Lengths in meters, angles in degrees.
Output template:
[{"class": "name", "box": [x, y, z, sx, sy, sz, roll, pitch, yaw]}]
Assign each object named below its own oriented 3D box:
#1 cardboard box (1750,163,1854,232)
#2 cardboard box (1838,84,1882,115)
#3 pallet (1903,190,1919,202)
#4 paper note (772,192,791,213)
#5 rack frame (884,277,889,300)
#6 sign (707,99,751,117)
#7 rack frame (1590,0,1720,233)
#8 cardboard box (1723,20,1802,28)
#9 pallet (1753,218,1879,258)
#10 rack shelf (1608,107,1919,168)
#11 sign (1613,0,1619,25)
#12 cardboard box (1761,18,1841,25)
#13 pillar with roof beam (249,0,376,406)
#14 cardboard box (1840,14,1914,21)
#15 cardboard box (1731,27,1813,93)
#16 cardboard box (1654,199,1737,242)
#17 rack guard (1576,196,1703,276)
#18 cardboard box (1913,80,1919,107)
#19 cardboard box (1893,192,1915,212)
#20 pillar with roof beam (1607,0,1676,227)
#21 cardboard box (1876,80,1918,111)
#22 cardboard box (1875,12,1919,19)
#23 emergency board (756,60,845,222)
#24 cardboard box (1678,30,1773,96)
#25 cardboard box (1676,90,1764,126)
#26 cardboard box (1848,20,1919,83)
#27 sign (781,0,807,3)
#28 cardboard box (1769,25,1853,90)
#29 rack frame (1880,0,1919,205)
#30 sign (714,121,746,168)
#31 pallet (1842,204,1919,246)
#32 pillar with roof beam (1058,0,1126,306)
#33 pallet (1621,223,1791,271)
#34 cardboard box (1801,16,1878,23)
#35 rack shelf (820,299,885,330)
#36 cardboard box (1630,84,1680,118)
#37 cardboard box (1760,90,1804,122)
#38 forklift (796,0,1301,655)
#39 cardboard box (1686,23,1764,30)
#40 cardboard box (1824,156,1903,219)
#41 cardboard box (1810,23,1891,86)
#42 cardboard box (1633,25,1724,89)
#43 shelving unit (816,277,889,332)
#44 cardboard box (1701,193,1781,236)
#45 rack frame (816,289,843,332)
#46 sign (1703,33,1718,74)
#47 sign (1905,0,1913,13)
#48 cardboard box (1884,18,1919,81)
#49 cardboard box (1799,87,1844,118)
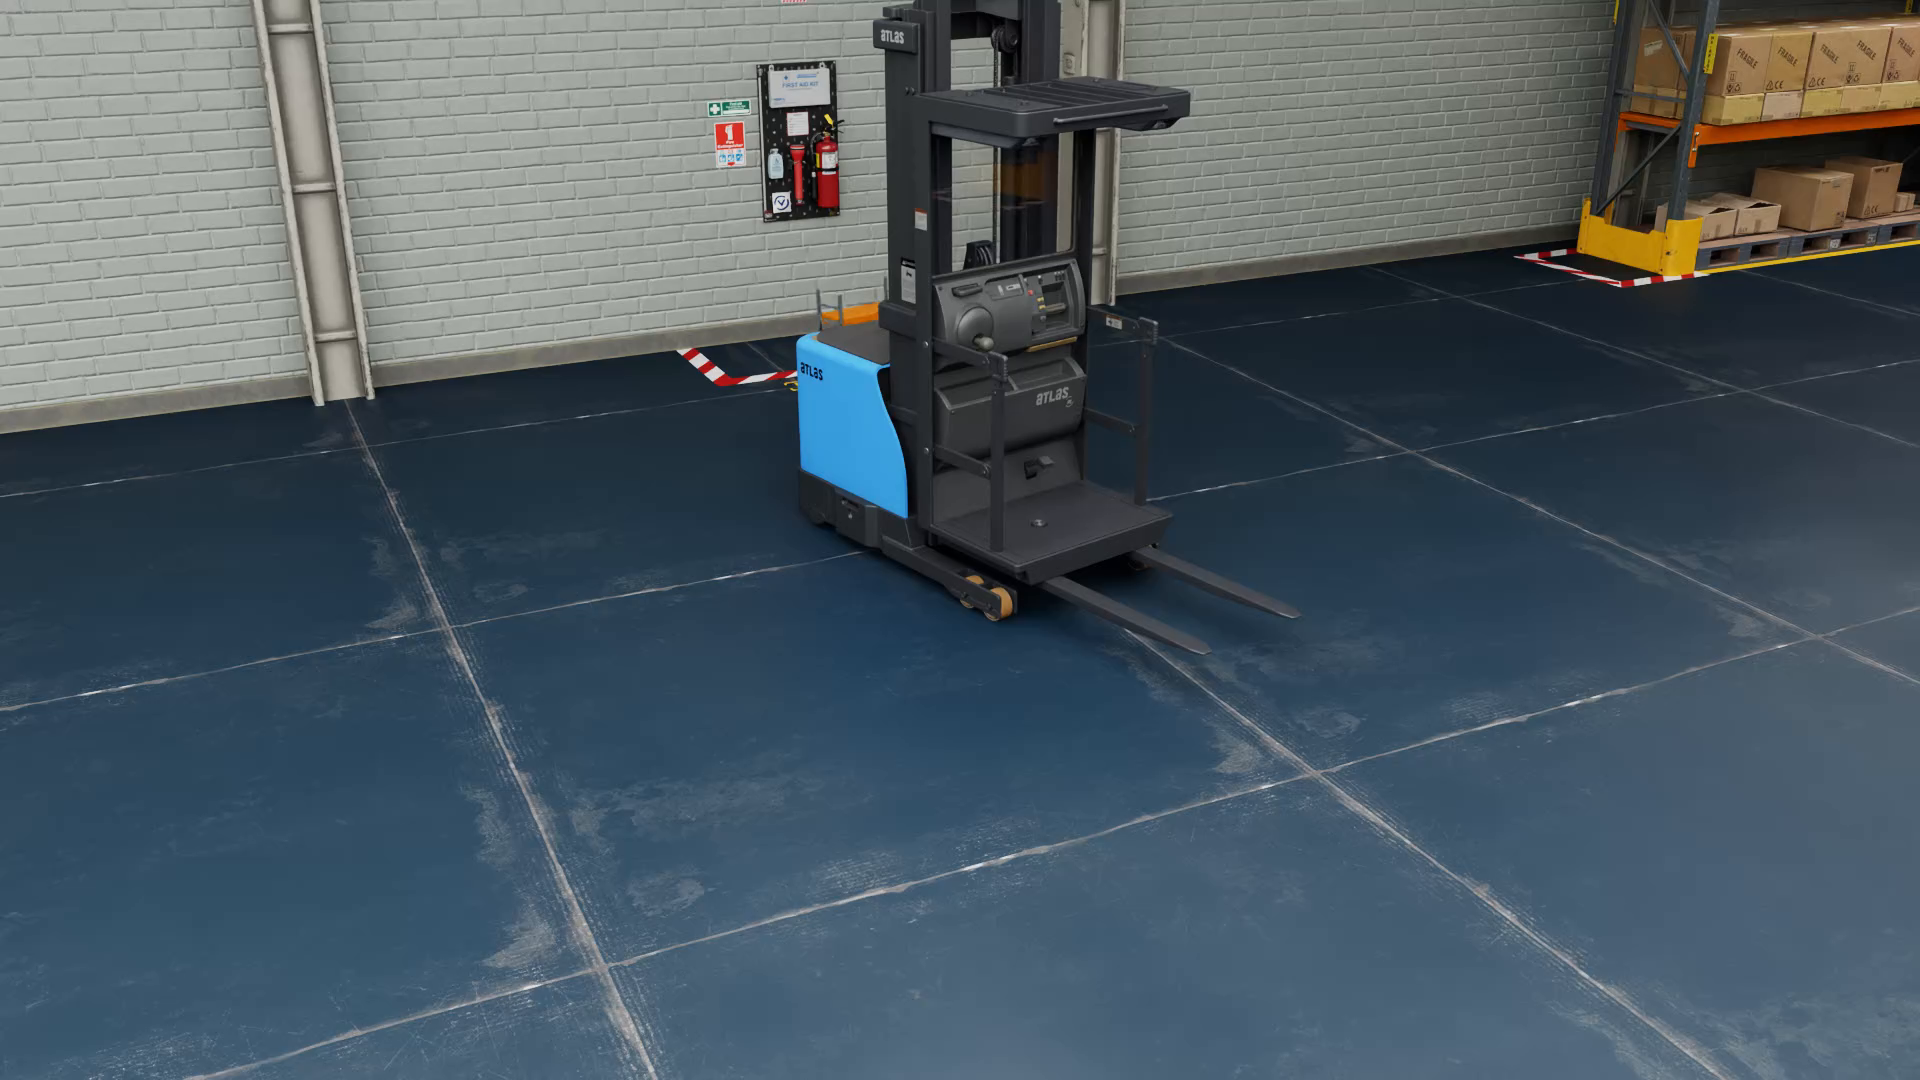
[{"class": "cardboard box", "box": [8.079, -3.304, 16.002, 0.500, 0.500, 0.700, -12, 25, -27]}, {"class": "cardboard box", "box": [8.178, -4.141, 15.501, 0.500, 0.250, 0.500, -10, 25, -23]}, {"class": "pallet", "box": [10.526, -3.477, 17.375, 1.213, 0.211, 1.003, -10, 25, -24]}, {"class": "paper note", "box": [-1.363, -2.582, 12.718, 0.142, 0.148, 0.016, -10, 25, -24]}, {"class": "rack frame", "box": [-0.354, -0.974, 10.017, 0.015, 1.200, 0.240, -17, 25, -36]}, {"class": "sign", "box": [-1.709, -3.198, 12.313, 0.331, 0.109, 0.001, -10, 25, -24]}, {"class": "rack frame", "box": [6.220, -3.973, 14.925, 0.127, 3.000, 1.000, -10, 25, -24]}, {"class": "cardboard box", "box": [7.475, -4.578, 15.577, 0.500, 0.500, 0.500, -11, 25, -25]}, {"class": "pallet", "box": [8.134, -3.020, 16.270, 1.213, 0.211, 1.003, -10, 25, -24]}, {"class": "rack shelf", "box": [8.023, -3.972, 15.864, 4.000, 0.370, 1.077, -10, 25, -24]}, {"class": "sign", "box": [5.998, -4.848, 15.113, 0.005, 0.325, 0.100, -10, 25, -24]}, {"class": "cardboard box", "box": [7.929, -4.661, 15.778, 0.500, 0.500, 0.500, -10, 25, -23]}, {"class": "pillar with roof beam", "box": [-2.470, -3.685, 6.385, 0.400, 9.000, 9.100, -10, 25, -24]}, {"class": "cardboard box", "box": [8.843, -4.832, 16.191, 0.500, 0.500, 0.500, -11, 25, -24]}, {"class": "cardboard box", "box": [7.231, -4.313, 14.937, 0.500, 0.500, 0.500, -10, 25, -23]}, {"class": "cardboard box", "box": [6.883, -3.017, 15.558, 0.500, 0.311, 0.500, -14, 26, -30]}, {"class": "rack guard", "box": [6.289, -2.830, 15.434, 0.348, 0.500, 1.175, -10, 25, -24]}, {"class": "cardboard box", "box": [9.077, -4.313, 15.918, 0.500, 0.250, 0.500, -10, 25, -23]}, {"class": "cardboard box", "box": [9.356, -3.431, 16.746, 0.250, 0.166, 0.380, -14, 26, -30]}, {"class": "pillar with roof beam", "box": [8.343, -5.675, 11.194, 0.400, 9.000, 9.100, -10, 25, -24]}, {"class": "cardboard box", "box": [8.630, -4.224, 15.704, 0.500, 0.250, 0.500, -11, 25, -24]}, {"class": "cardboard box", "box": [9.311, -4.917, 16.395, 0.500, 0.500, 0.500, -11, 25, -25]}, {"class": "emergency board", "box": [-1.174, -2.995, 12.563, 0.643, 1.169, 0.194, -10, 25, -24]}, {"class": "cardboard box", "box": [6.781, -4.235, 14.748, 0.500, 0.500, 0.500, -10, 25, -24]}, {"class": "cardboard box", "box": [6.798, -3.884, 14.881, 0.500, 0.250, 0.500, -11, 25, -25]}, {"class": "cardboard box", "box": [8.627, -4.573, 15.565, 0.500, 0.500, 0.500, -11, 25, -25]}, {"class": "sign", "box": [-1.224, -4.099, 12.199, 0.199, 0.298, 0.001, -10, 25, -24]}, {"class": "cardboard box", "box": [7.699, -4.397, 15.139, 0.500, 0.500, 0.500, -11, 25, -25]}, {"class": "rack frame", "box": [9.825, -4.636, 16.528, 0.127, 3.000, 1.000, -10, 25, -24]}, {"class": "sign", "box": [-1.716, -2.955, 12.420, 0.234, 0.329, 0.001, -10, 25, -24]}, {"class": "pallet", "box": [9.235, -3.224, 16.763, 1.213, 0.211, 1.003, -10, 25, -24]}, {"class": "pillar with roof beam", "box": [2.937, -4.680, 8.790, 0.400, 9.000, 9.100, -10, 25, -24]}, {"class": "pallet", "box": [7.036, -2.819, 15.785, 1.213, 0.211, 1.003, -10, 25, -24]}, {"class": "cardboard box", "box": [8.391, -4.751, 15.996, 0.500, 0.500, 0.500, -10, 24, -22]}, {"class": "rack shelf", "box": [-0.556, -1.284, 9.739, 0.480, 0.148, 0.258, -17, 25, -36]}, {"class": "cardboard box", "box": [6.558, -4.057, 15.299, 0.500, 0.250, 0.500, -10, 25, -23]}, {"class": "cardboard box", "box": [7.260, -3.975, 15.101, 0.500, 0.250, 0.500, -11, 25, -25]}, {"class": "forklift", "box": [0.396, -1.167, 8.236, 1.130, 2.935, 3.031, -17, 28, -36]}, {"class": "cardboard box", "box": [7.011, -4.491, 15.366, 0.500, 0.500, 0.500, -10, 25, -23]}, {"class": "cardboard box", "box": [8.907, -3.498, 16.473, 0.500, 0.500, 0.500, -12, 26, -28]}, {"class": "cardboard box", "box": [8.159, -4.486, 15.356, 0.500, 0.500, 0.500, -10, 24, -22]}, {"class": "cardboard box", "box": [6.553, -4.410, 15.172, 0.500, 0.500, 0.500, -11, 25, -24]}, {"class": "shelving unit", "box": [-0.544, -0.915, 9.875, 0.503, 1.200, 0.258, -17, 25, -36]}, {"class": "cardboard box", "box": [7.397, -3.112, 15.786, 0.500, 0.311, 0.500, -8, 24, -19]}, {"class": "rack frame", "box": [-0.733, -0.856, 9.733, 0.015, 1.200, 0.240, -17, 25, -36]}, {"class": "sign", "box": [6.456, -4.186, 14.308, 0.005, 0.325, 0.100, -10, 25, -24]}, {"class": "sign", "box": [9.581, -5.362, 16.767, 0.005, 0.325, 0.100, -10, 25, -24]}, {"class": "cardboard box", "box": [9.086, -4.653, 15.758, 0.500, 0.500, 0.500, -11, 25, -24]}, {"class": "cardboard box", "box": [7.721, -4.058, 15.300, 0.500, 0.250, 0.500, -11, 25, -24]}]
